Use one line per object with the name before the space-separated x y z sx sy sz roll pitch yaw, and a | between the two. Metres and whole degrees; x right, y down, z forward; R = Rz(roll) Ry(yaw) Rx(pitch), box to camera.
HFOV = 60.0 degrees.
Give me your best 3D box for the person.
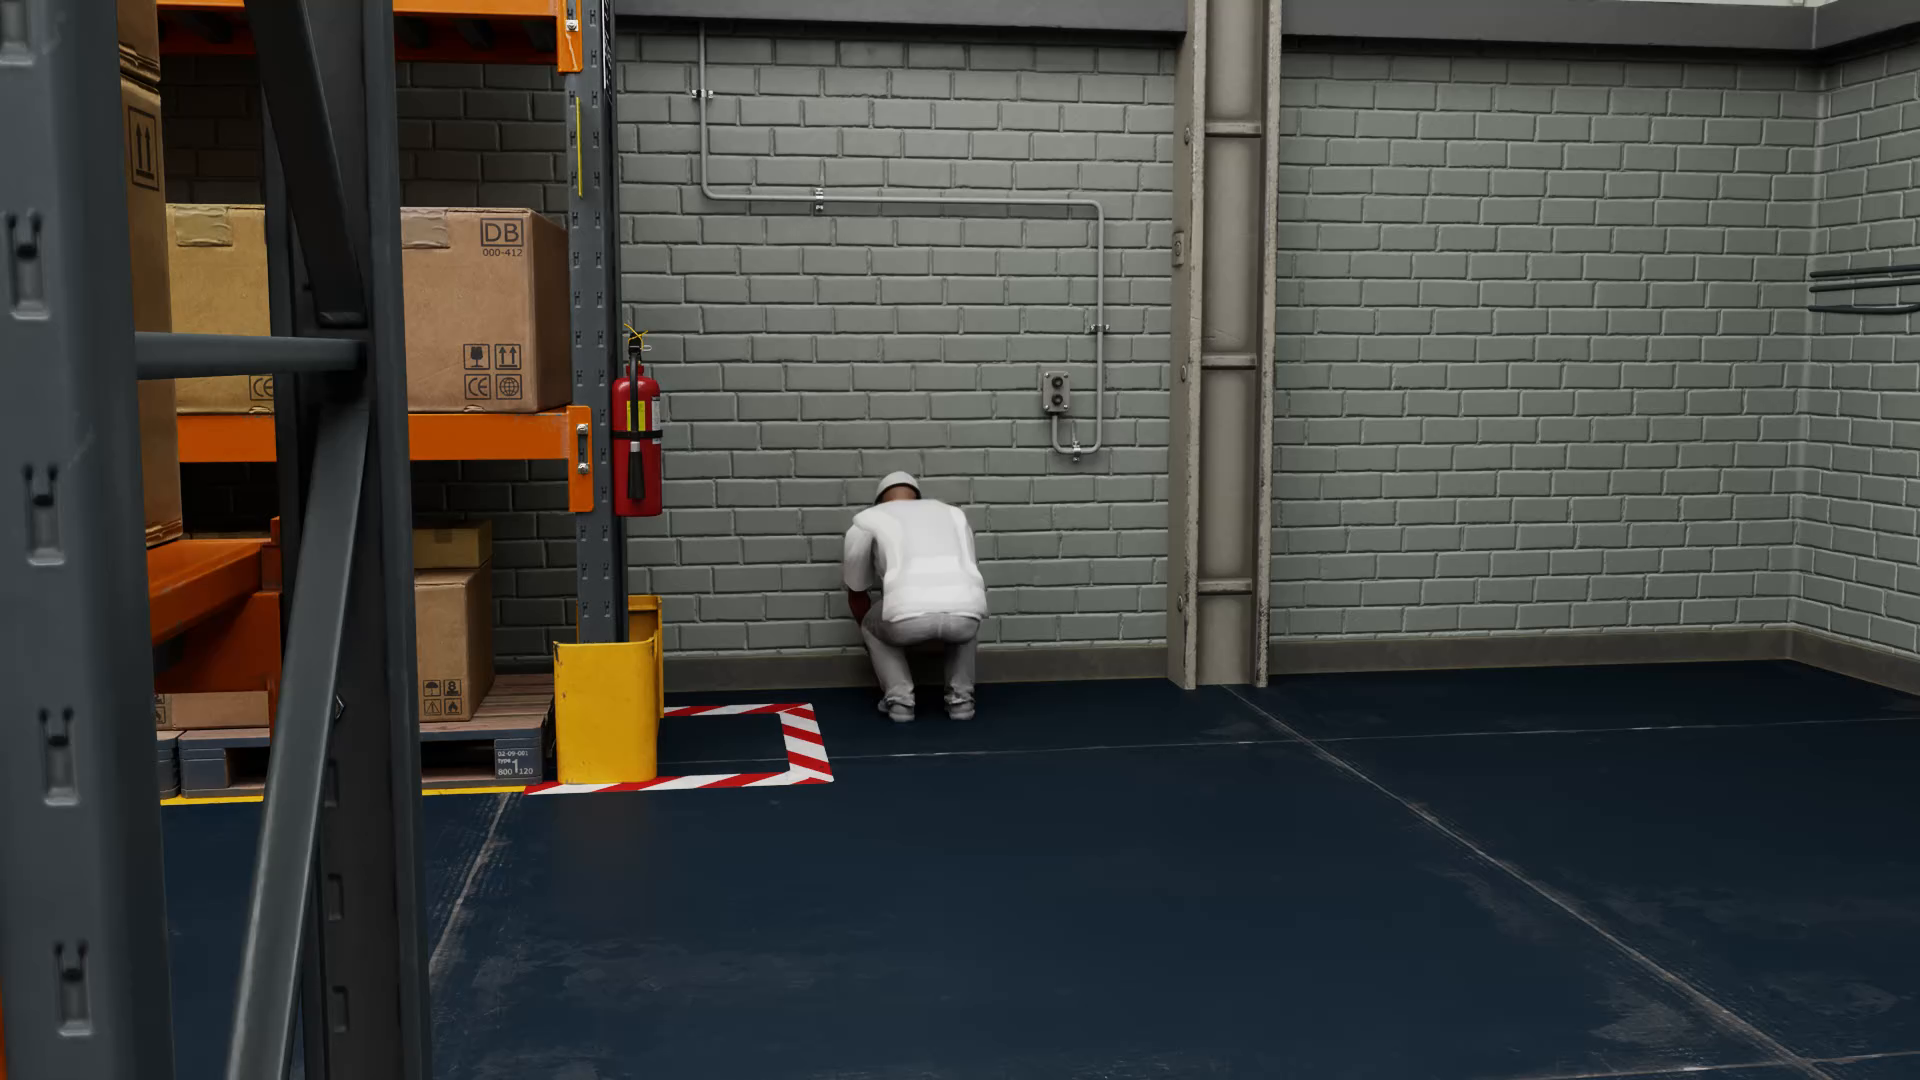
person | -0.192 0.226 7.046 0.586 1.001 0.898 -1 7 -9
